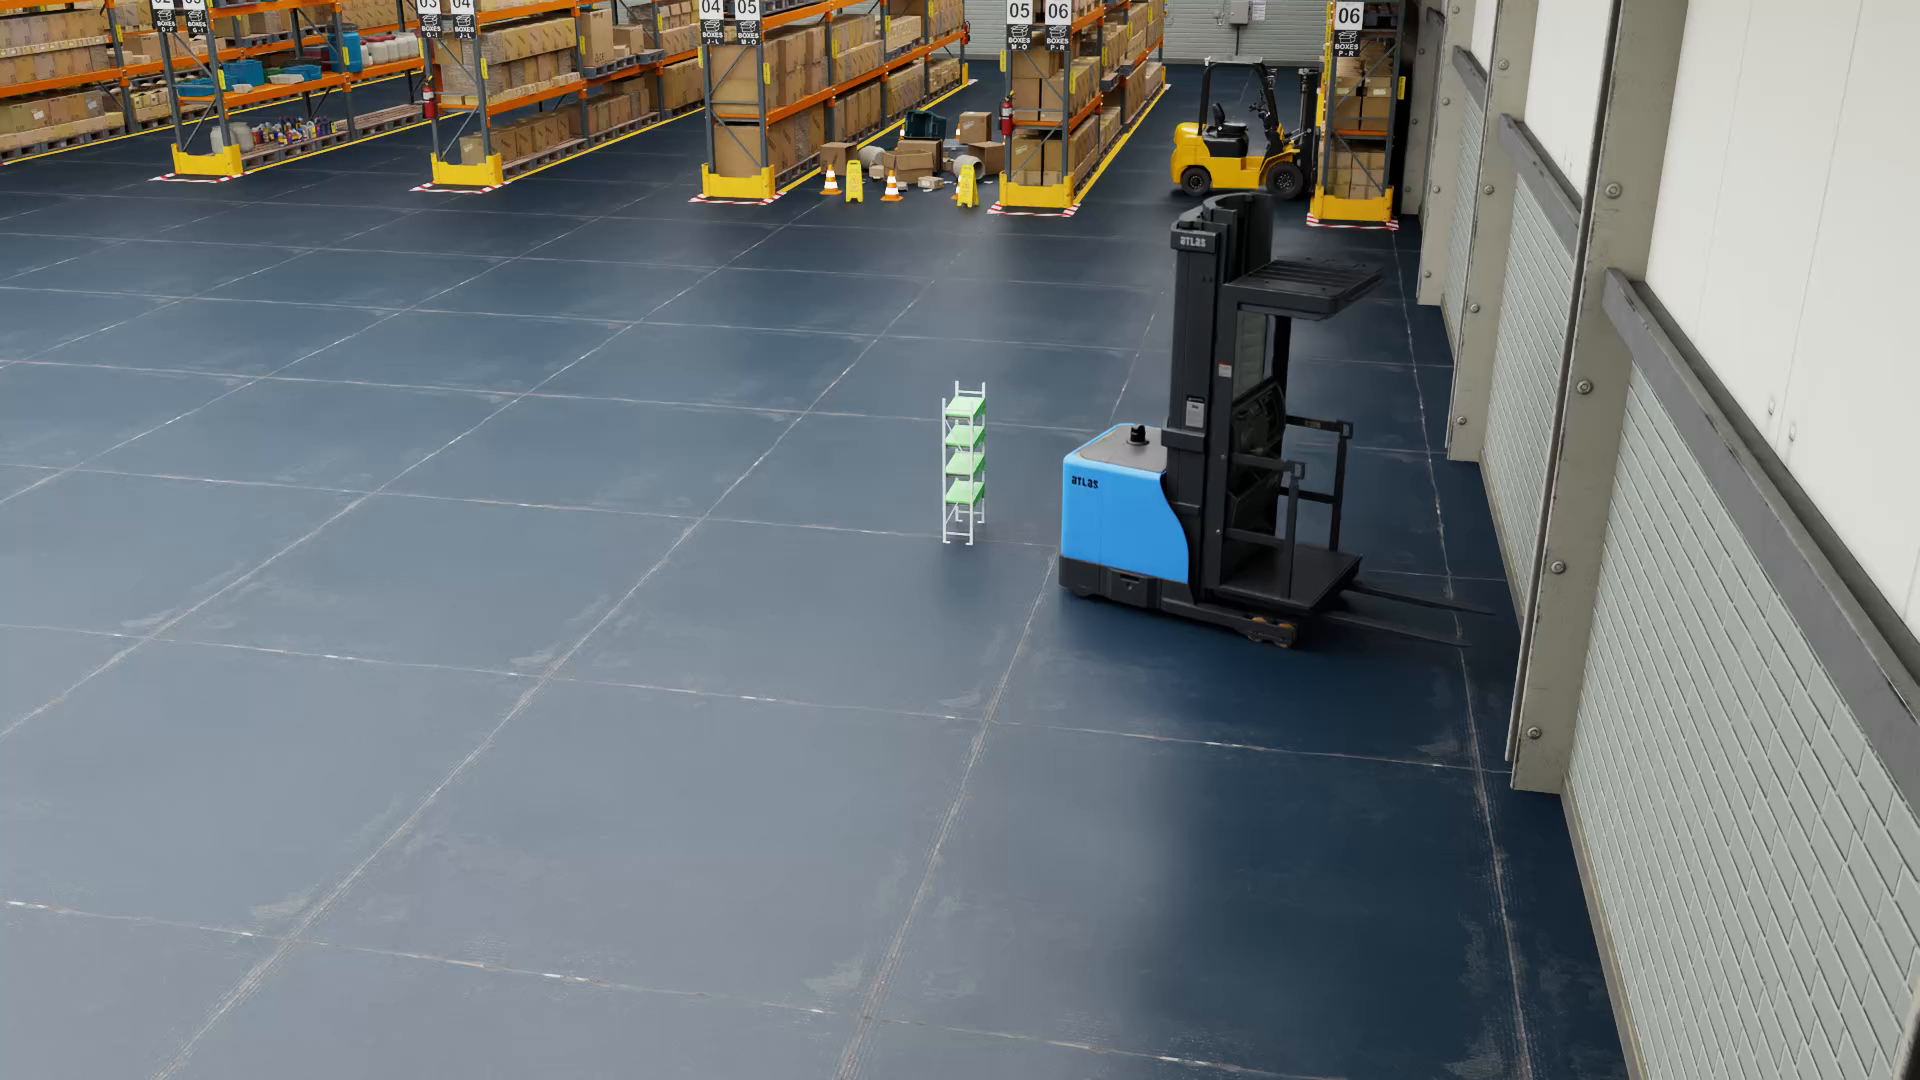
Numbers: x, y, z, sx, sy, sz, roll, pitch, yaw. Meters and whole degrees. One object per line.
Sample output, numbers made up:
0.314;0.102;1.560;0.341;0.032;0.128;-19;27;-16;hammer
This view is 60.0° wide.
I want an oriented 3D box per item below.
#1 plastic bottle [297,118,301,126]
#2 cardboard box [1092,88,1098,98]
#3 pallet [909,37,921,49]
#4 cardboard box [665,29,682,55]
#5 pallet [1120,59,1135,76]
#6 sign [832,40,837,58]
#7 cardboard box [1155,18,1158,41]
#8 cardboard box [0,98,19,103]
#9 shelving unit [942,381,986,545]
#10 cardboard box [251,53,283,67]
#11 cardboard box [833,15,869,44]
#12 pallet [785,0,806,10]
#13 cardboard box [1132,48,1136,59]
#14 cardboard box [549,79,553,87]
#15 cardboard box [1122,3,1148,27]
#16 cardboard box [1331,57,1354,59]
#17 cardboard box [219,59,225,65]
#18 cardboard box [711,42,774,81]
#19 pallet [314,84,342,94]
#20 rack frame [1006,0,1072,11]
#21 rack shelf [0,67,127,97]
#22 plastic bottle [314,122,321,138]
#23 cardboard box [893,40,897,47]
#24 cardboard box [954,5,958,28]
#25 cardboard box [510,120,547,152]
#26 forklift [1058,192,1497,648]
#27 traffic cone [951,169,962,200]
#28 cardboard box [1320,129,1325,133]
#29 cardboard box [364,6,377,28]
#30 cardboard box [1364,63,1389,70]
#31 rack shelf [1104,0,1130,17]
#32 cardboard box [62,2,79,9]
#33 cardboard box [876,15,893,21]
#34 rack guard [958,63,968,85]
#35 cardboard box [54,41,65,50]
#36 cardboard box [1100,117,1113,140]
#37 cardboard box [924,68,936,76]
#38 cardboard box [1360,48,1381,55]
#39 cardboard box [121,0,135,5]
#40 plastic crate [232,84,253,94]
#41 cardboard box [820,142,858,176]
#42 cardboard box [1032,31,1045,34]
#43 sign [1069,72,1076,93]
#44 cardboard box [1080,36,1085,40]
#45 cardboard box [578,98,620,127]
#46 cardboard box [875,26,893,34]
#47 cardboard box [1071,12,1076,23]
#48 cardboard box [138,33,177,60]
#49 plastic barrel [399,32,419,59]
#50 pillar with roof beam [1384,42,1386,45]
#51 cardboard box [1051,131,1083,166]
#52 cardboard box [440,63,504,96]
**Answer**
-12.947;-8.094;32.514;0.061;0.283;0.133;4;22;11;plastic bottle
2.220;-7.879;29.269;0.380;0.149;0.250;5;22;12;cardboard box
-1.501;-11.137;37.279;1.003;0.211;1.213;4;22;11;pallet
-6.385;-10.839;36.148;0.500;0.500;0.500;4;22;9;cardboard box
2.807;-9.334;32.801;1.213;0.211;1.003;4;22;11;pallet
-2.291;-8.965;30.365;0.100;0.325;0.005;4;22;11;sign
4.336;-11.906;38.797;0.500;0.500;0.500;5;22;13;cardboard box
-18.175;-8.130;31.671;0.500;0.500;0.500;4;22;11;cardboard box
0.034;-0.617;13.310;0.258;1.200;0.503;4;22;11;shelving unit
-16.378;-11.351;39.307;0.500;0.250;0.500;4;22;10;cardboard box
-2.222;-10.193;33.207;0.700;0.500;0.500;4;22;10;cardboard box
-3.263;-9.176;28.256;1.003;0.211;1.213;4;22;11;pallet
3.394;-10.162;34.802;0.500;0.250;0.500;5;23;13;cardboard box
-7.718;-8.407;30.581;0.380;0.149;0.250;4;22;11;cardboard box
3.819;-11.482;36.406;0.500;0.500;0.500;5;23;13;cardboard box
6.375;-7.960;27.733;0.380;0.149;0.250;5;22;12;cardboard box
-20.017;-12.910;44.208;0.700;0.500;0.500;4;22;9;cardboard box
-3.537;-7.809;27.113;0.875;0.550;0.550;4;22;11;cardboard box
-15.863;-11.072;40.594;1.003;0.211;1.213;4;22;11;pallet
1.216;-9.548;25.047;1.000;3.000;0.127;4;22;11;rack frame
-17.775;-8.675;31.872;1.077;0.370;4.000;4;22;11;rack shelf
-12.399;-7.915;32.069;0.061;0.283;0.133;6;23;14;plastic bottle
-1.567;-10.554;35.348;0.380;0.149;0.250;5;23;13;cardboard box
-0.336;-12.770;40.544;0.500;0.500;0.500;4;22;10;cardboard box
-7.950;-7.433;30.608;0.500;0.500;0.500;2;22;6;cardboard box
2.263;-0.840;11.548;3.031;2.935;1.130;13;25;28;forklift
0.040;-5.844;27.276;0.336;0.463;0.334;4;22;11;traffic cone
6.281;-6.712;27.816;0.500;0.250;0.500;5;23;13;cardboard box
-15.158;-13.248;42.131;0.500;0.500;0.500;4;22;11;cardboard box
6.747;-7.641;26.940;0.380;0.149;0.250;5;22;12;cardboard box
2.440;-10.018;31.190;1.077;0.370;4.000;4;22;11;rack shelf
-20.947;-12.464;38.754;0.500;0.250;0.500;4;22;10;cardboard box
-1.733;-11.740;37.496;0.380;0.149;0.250;6;23;14;cardboard box
-0.402;-11.770;41.940;1.175;0.500;0.348;4;22;11;rack guard
-17.473;-9.508;31.974;0.380;0.149;0.250;5;22;12;cardboard box
2.420;-7.914;31.974;0.950;0.372;0.625;5;23;13;cardboard box
-0.781;-11.043;39.245;0.380;0.149;0.250;4;22;10;cardboard box
7.545;-8.964;30.625;0.380;0.149;0.250;5;22;12;cardboard box
-20.543;-13.207;40.600;0.500;0.250;0.500;5;22;12;cardboard box
-12.837;-8.079;29.782;0.298;0.136;0.250;4;22;11;plastic crate
-2.147;-6.765;29.508;0.500;0.500;0.500;8;23;20;cardboard box
1.475;-8.365;28.270;0.700;0.500;0.500;4;22;10;cardboard box
1.747;-7.126;25.903;0.100;0.325;0.005;4;22;11;sign
2.001;-8.975;30.561;0.500;0.500;0.500;5;22;11;cardboard box
-7.294;-8.629;33.552;0.700;0.500;0.500;3;22;6;cardboard box
-1.628;-10.728;34.984;0.380;0.149;0.250;4;22;11;cardboard box
1.601;-8.137;25.894;0.380;0.149;0.250;4;22;11;cardboard box
-16.984;-10.442;35.163;0.500;0.500;0.500;4;22;11;cardboard box
-11.703;-10.484;35.250;0.421;0.512;0.421;0;22;0;plastic barrel
6.559;-16.268;41.733;9.100;9.000;0.400;4;22;11;pillar with roof beam
1.758;-6.507;27.640;0.500;0.500;0.500;4;22;9;cardboard box
-8.347;-7.904;28.463;0.875;0.500;0.500;4;22;11;cardboard box
